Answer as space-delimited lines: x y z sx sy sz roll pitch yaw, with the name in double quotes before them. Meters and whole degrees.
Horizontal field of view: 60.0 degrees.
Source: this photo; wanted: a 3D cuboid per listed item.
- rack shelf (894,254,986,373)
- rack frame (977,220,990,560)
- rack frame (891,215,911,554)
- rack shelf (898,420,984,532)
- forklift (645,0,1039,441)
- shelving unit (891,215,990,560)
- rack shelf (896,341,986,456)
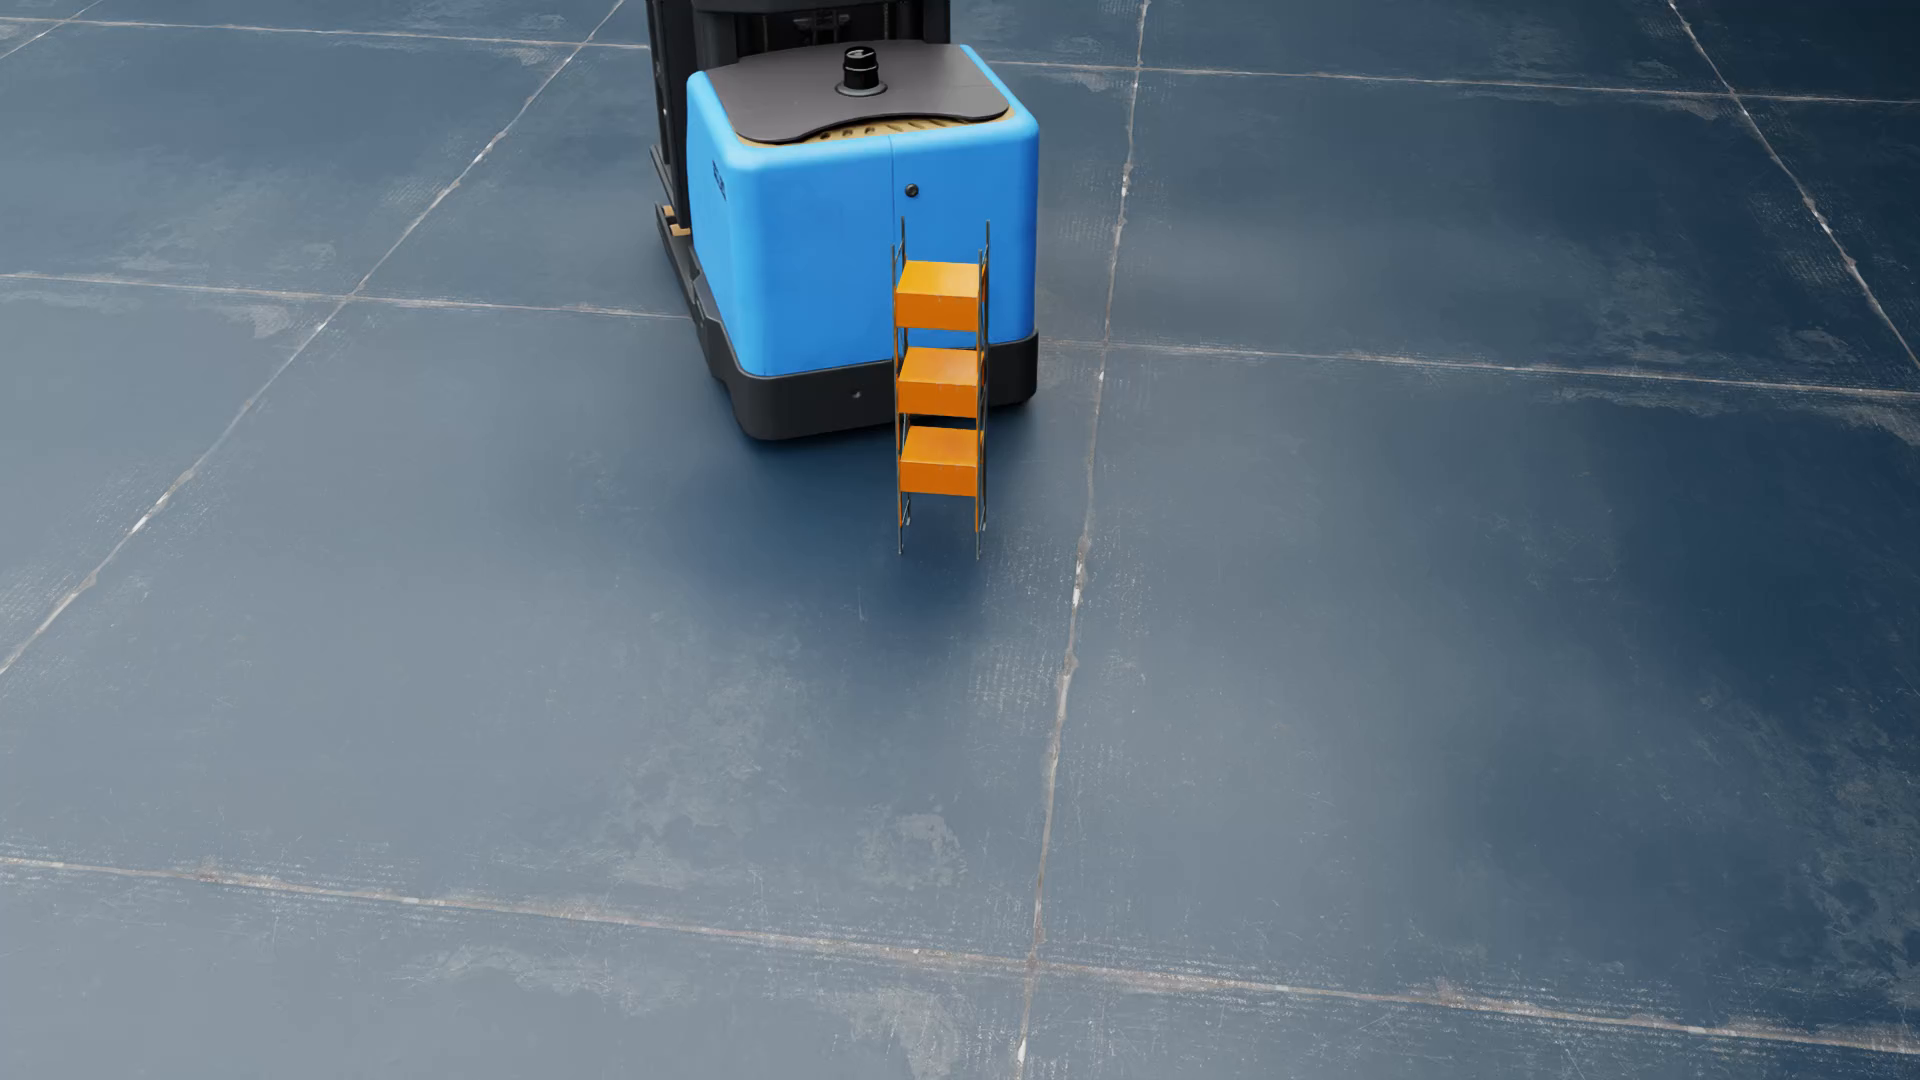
"rack shelf" -0.053 -0.654 4.792 0.240 0.259 0.215 4 36 6
"rack frame" 0.068 -0.422 4.938 0.008 1.050 0.200 4 36 6
"rack frame" -0.174 -0.440 4.963 0.008 1.050 0.200 4 36 6
"rack shelf" -0.053 -0.196 5.118 0.240 0.259 0.215 4 36 6
"forklift" -0.643 -2.383 6.066 1.130 2.935 3.031 -10 37 -14
"shelving unit" -0.053 -0.431 4.951 0.252 1.050 0.215 4 36 6
"rack shelf" -0.053 -0.423 4.957 0.240 0.259 0.215 4 36 6
